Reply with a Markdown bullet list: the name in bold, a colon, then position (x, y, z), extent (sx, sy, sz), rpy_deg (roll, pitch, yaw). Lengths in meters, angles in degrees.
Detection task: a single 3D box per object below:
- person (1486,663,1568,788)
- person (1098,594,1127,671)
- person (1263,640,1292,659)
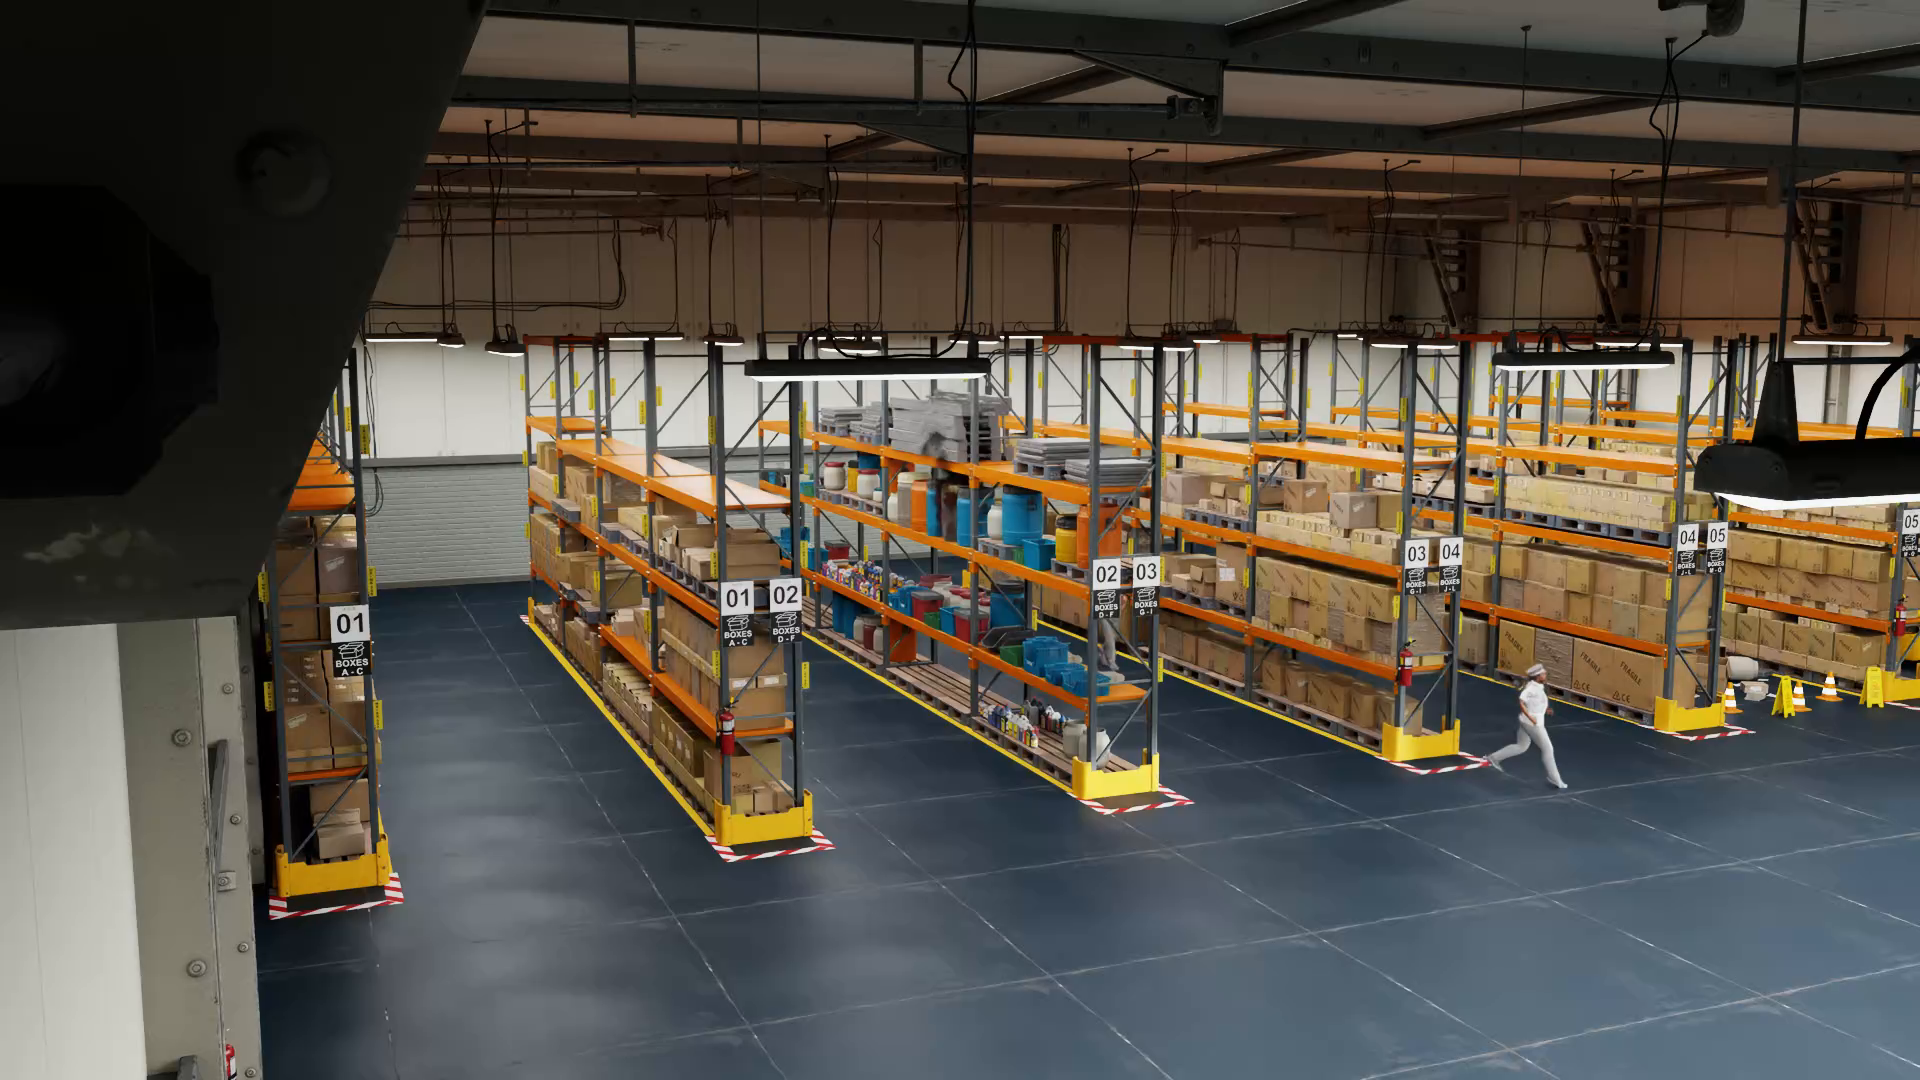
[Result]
- **person**: position (7.740, 2.513, 22.626), extent (1.079, 1.724, 0.545), rpy_deg (1, 8, 7)
- **person**: position (2.617, 1.331, 28.989), extent (0.654, 1.813, 0.774), rpy_deg (-3, 8, -20)
- **person**: position (5.946, 1.339, 30.860), extent (0.682, 1.808, 0.808), rpy_deg (-4, 9, -27)
